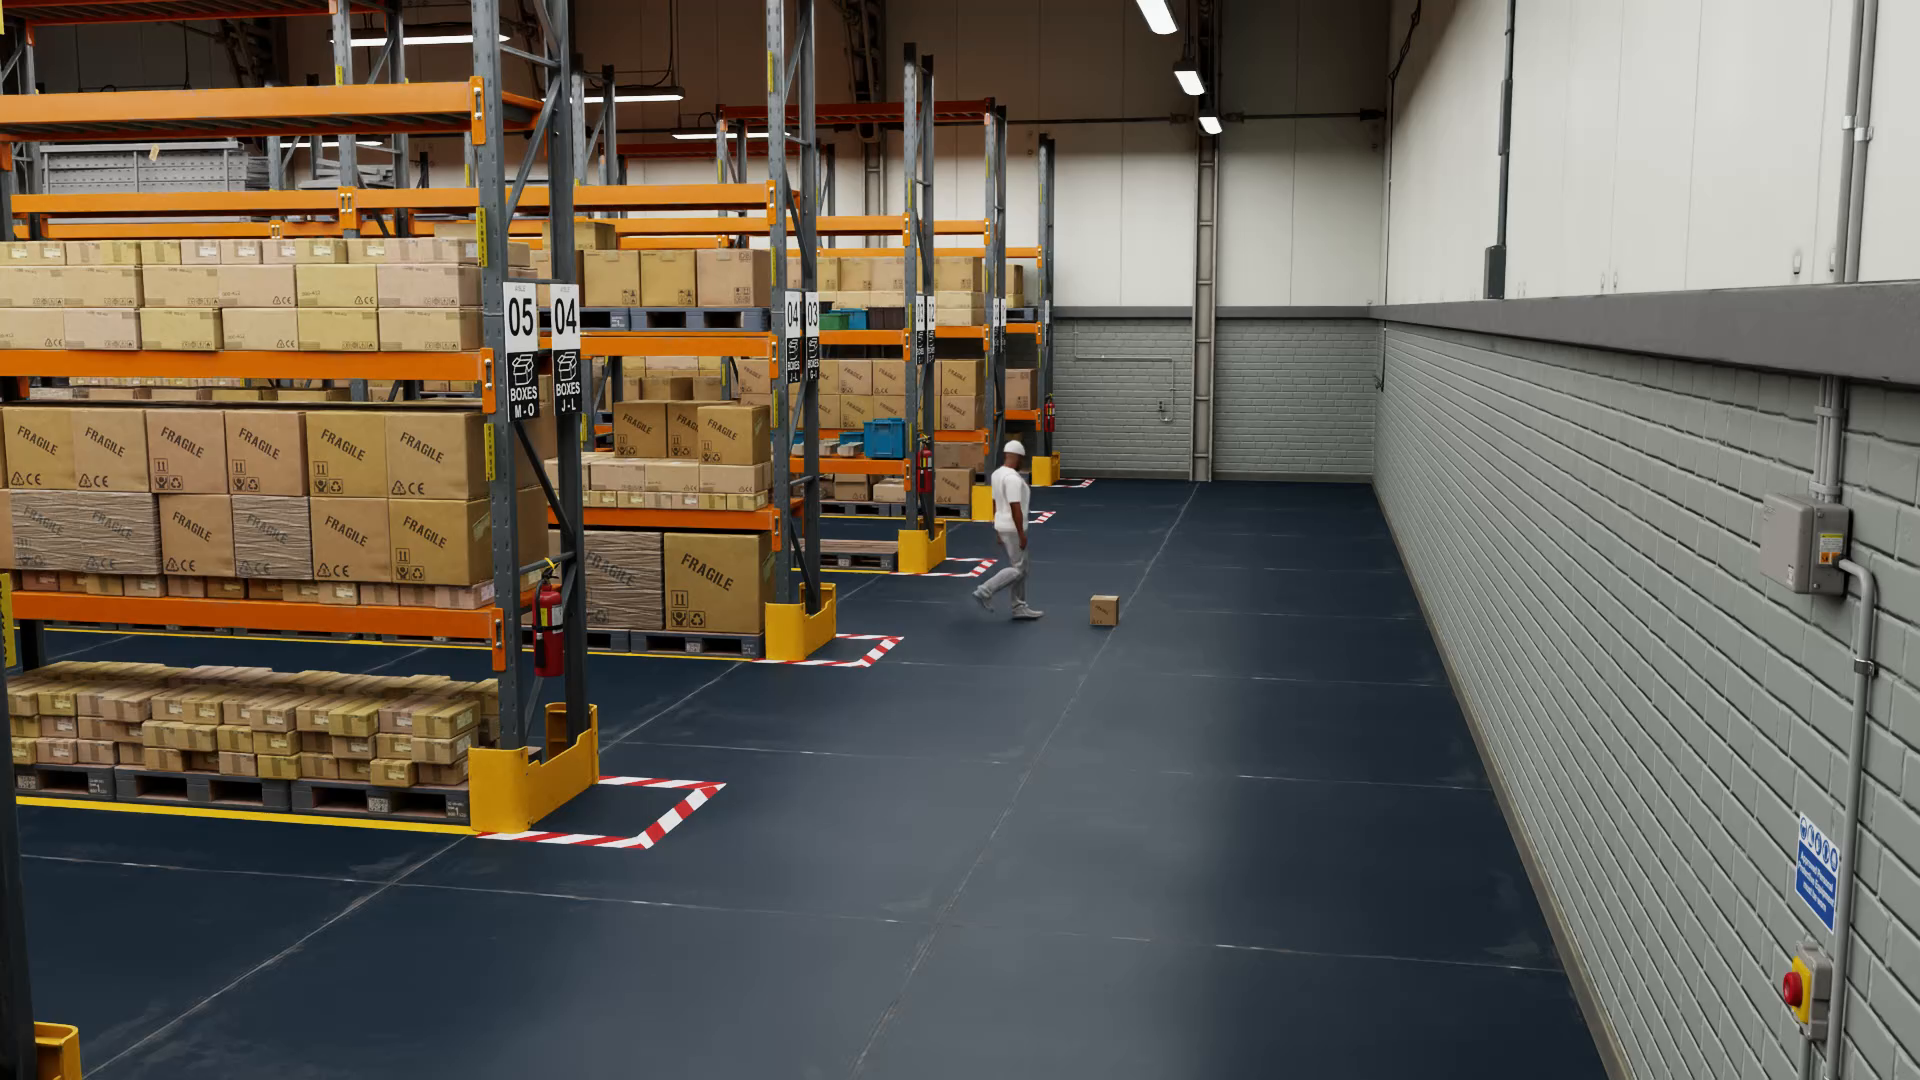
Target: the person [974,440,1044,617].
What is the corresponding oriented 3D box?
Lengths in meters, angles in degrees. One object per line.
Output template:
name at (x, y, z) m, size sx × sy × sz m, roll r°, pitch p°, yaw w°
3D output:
person at (0.475, -0.099, 16.355) m, size 0.727 × 1.761 × 0.582 m, roll -1°, pitch 8°, yaw -9°
